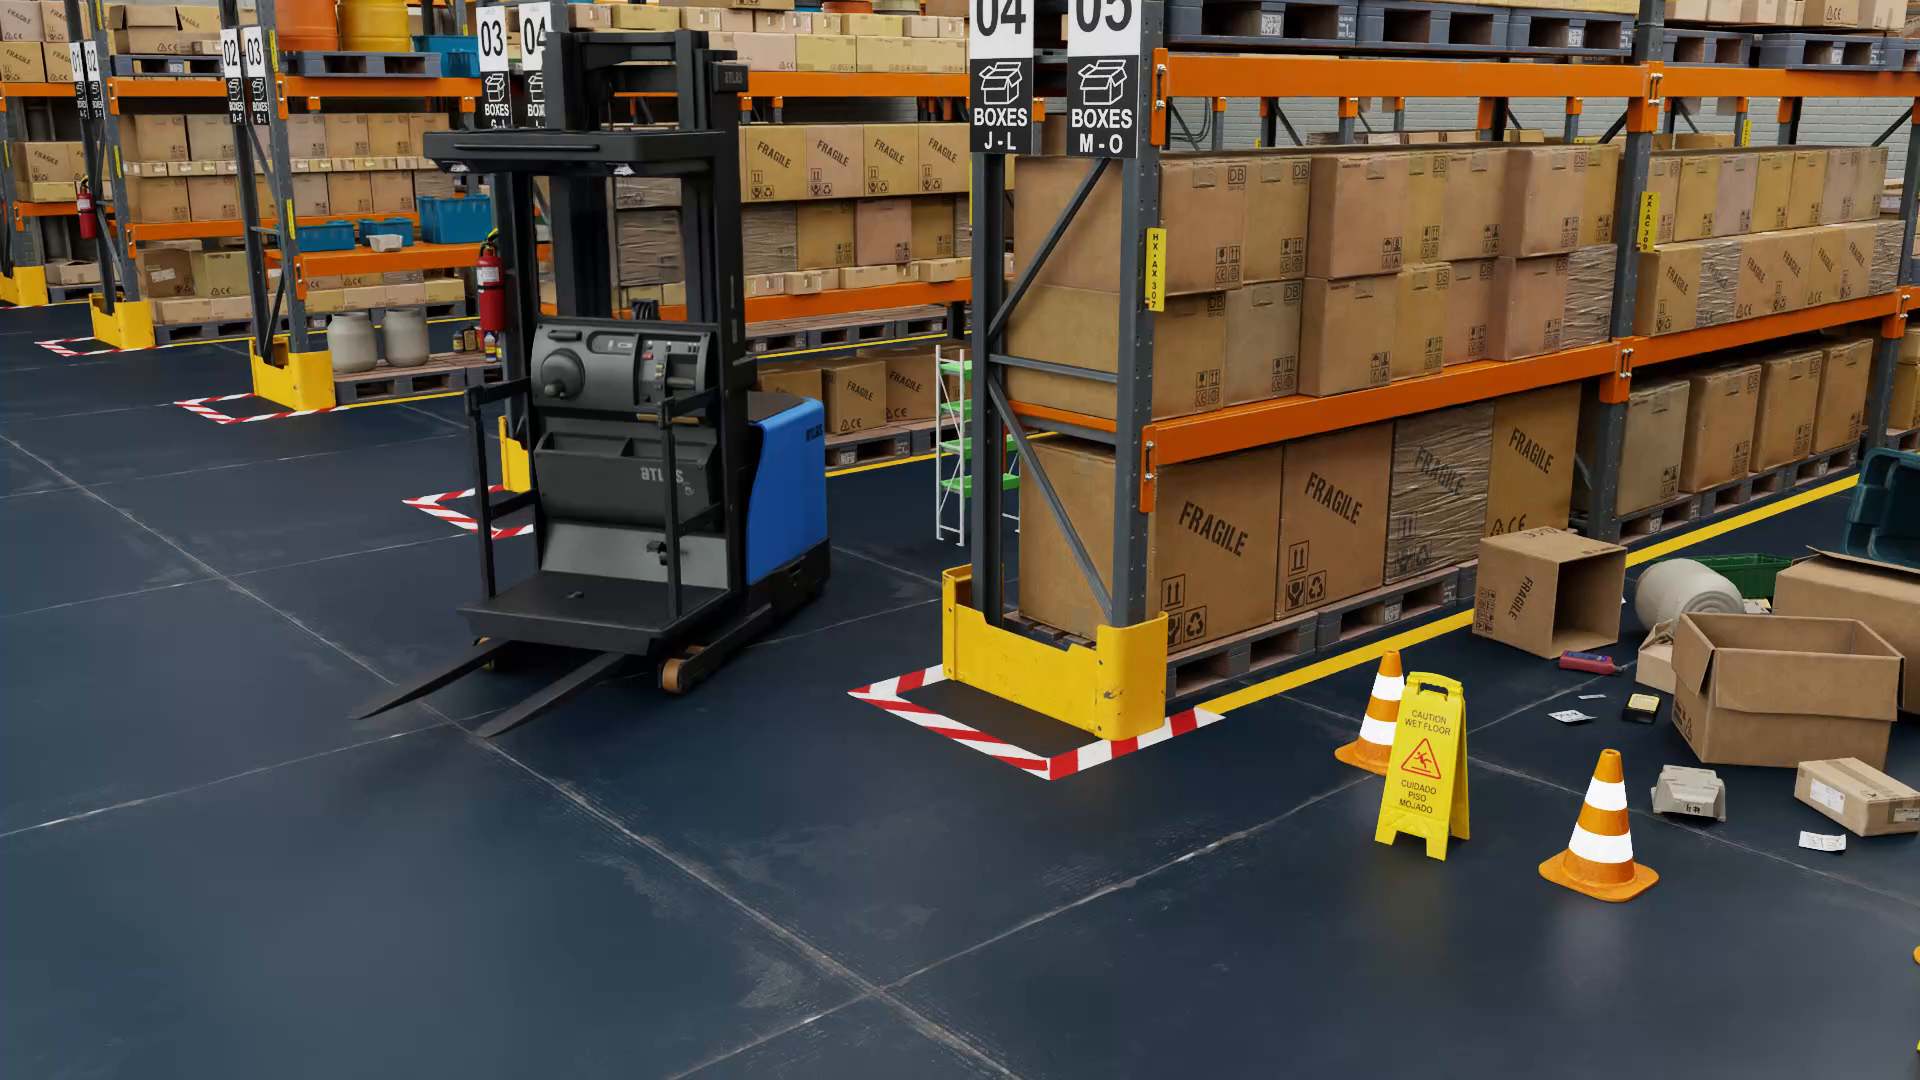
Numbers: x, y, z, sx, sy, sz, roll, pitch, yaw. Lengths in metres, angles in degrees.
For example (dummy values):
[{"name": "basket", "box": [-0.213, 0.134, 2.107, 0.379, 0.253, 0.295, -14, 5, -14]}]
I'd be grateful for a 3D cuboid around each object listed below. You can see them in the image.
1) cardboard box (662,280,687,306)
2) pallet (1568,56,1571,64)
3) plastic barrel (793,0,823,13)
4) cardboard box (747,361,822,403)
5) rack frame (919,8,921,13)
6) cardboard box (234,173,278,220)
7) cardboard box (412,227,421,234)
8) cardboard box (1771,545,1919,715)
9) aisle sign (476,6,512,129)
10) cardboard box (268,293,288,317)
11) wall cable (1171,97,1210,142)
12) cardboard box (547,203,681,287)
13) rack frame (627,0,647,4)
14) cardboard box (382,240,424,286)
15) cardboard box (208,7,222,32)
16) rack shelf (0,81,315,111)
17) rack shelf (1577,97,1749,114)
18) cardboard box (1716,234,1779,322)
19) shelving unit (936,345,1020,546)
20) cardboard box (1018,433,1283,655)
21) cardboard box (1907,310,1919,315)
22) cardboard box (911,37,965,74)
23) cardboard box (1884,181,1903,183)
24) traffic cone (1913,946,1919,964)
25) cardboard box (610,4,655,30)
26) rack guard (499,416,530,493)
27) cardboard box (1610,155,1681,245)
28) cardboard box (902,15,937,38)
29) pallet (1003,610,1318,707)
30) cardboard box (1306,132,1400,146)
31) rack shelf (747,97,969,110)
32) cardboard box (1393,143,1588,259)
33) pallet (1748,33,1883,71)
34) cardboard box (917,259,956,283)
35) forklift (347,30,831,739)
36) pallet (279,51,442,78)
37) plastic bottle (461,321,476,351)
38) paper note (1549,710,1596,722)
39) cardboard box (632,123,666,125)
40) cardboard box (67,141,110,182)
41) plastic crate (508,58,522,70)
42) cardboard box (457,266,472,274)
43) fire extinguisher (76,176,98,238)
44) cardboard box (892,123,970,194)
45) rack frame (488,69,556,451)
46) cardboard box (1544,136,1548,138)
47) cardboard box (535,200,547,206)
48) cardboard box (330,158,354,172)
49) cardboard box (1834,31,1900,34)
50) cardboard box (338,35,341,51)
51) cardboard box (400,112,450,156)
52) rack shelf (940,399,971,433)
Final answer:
[{"name": "cardboard box", "box": [-1.985, -1.677, 11.201, 0.250, 0.149, 0.380, -13, 19, -39]}, {"name": "pallet", "box": [6.920, -5.294, 18.616, 1.213, 0.211, 1.003, -13, 19, -39]}, {"name": "plastic barrel", "box": [-1.762, -5.401, 17.875, 0.708, 0.901, 0.600, -13, 19, -39]}, {"name": "cardboard box", "box": [-1.361, -1.026, 12.309, 0.500, 0.500, 0.500, -10, 18, -34]}, {"name": "rack frame", "box": [-0.441, -10.220, 31.073, 0.127, 3.000, 1.000, -13, 19, -39]}, {"name": "cardboard box", "box": [-8.125, -3.945, 19.013, 0.500, 0.500, 0.700, -12, 19, -39]}, {"name": "cardboard box", "box": [-8.592, -4.519, 25.346, 0.500, 0.500, 0.700, -13, 20, -40]}, {"name": "cardboard box", "box": [4.112, 0.401, 7.510, 0.503, 0.637, 0.797, -13, 19, -39]}, {"name": "aisle sign", "box": [-3.000, -3.022, 10.713, 0.004, 0.787, 0.394, -13, 19, -39]}, {"name": "cardboard box", "box": [-7.954, -2.739, 19.207, 0.500, 0.250, 0.500, -13, 19, -39]}, {"name": "wall cable", "box": [4.060, -9.608, 34.800, 0.112, 2.526, 3.097, -13, 19, -39]}, {"name": "cardboard box", "box": [-2.324, -1.998, 11.147, 0.500, 0.500, 0.875, -13, 19, -39]}, {"name": "rack frame", "box": [-2.990, -6.258, 16.242, 0.127, 3.000, 1.000, -13, 19, -39]}, {"name": "cardboard box", "box": [-6.830, -3.358, 20.071, 0.500, 0.500, 0.500, -13, 19, -39]}, {"name": "cardboard box", "box": [-10.102, -7.046, 22.833, 0.500, 0.500, 0.500, -11, 19, -36]}, {"name": "rack shelf", "box": [-11.002, -6.051, 22.674, 4.000, 0.370, 1.077, -13, 19, -39]}, {"name": "rack shelf", "box": [7.805, -5.191, 19.454, 4.000, 0.370, 1.077, -13, 19, -39]}, {"name": "cardboard box", "box": [4.773, -1.668, 10.488, 0.500, 0.500, 0.500, -13, 20, -40]}, {"name": "shelving unit", "box": [0.125, -0.608, 10.200, 0.503, 1.200, 0.258, -13, 19, -39]}, {"name": "cardboard box", "box": [0.891, -0.039, 7.889, 0.875, 0.875, 0.875, -13, 19, -39]}, {"name": "cardboard box", "box": [7.902, -1.685, 13.323, 0.500, 0.250, 0.500, -12, 19, -39]}, {"name": "cardboard box", "box": [-0.312, -3.558, 12.235, 0.500, 0.250, 0.500, -12, 19, -38]}, {"name": "cardboard box", "box": [7.701, -2.894, 13.793, 0.250, 0.149, 0.380, -12, 19, -38]}, {"name": "traffic cone", "box": [3.226, 1.113, 5.187, 0.334, 0.463, 0.336, -13, 19, -39]}, {"name": "cardboard box", "box": [-2.138, -3.314, 10.550, 0.250, 0.149, 0.380, -12, 19, -38]}, {"name": "rack guard", "box": [-2.699, -0.523, 11.240, 0.348, 0.500, 1.175, -13, 19, -39]}, {"name": "cardboard box", "box": [3.811, -2.030, 9.904, 0.500, 0.500, 0.700, -13, 20, -40]}, {"name": "cardboard box", "box": [-0.380, -3.715, 12.052, 0.250, 0.149, 0.380, -13, 20, -41]}, {"name": "pallet", "box": [0.975, 0.461, 8.114, 1.213, 0.211, 1.003, -13, 19, -39]}, {"name": "cardboard box", "box": [3.841, -3.727, 16.253, 0.637, 0.503, 0.797, -12, 19, -38]}, {"name": "rack shelf", "box": [-1.713, -6.443, 24.140, 4.000, 0.370, 1.077, -13, 19, -39]}, {"name": "cardboard box", "box": [2.801, -1.836, 8.926, 0.550, 0.550, 0.875, -13, 19, -39]}, {"name": "pallet", "box": [5.166, -3.139, 10.743, 1.213, 0.211, 1.003, -12, 19, -37]}, {"name": "cardboard box", "box": [-0.246, -2.045, 12.582, 0.250, 0.149, 0.380, -13, 19, -39]}, {"name": "forklift", "box": [-1.673, -0.827, 7.667, 1.130, 2.935, 3.031, 5, 16, 18]}, {"name": "pallet", "box": [-5.319, -4.161, 14.570, 1.213, 0.211, 1.003, -13, 19, -39]}, {"name": "plastic bottle", "box": [-4.834, -2.002, 16.345, 0.133, 0.283, 0.061, -12, 19, -38]}, {"name": "paper note", "box": [2.689, 0.772, 7.304, 0.142, 0.017, 0.144, -6, 16, -20]}, {"name": "cardboard box", "box": [-5.185, -6.734, 27.384, 0.500, 0.250, 0.500, -12, 19, -39]}, {"name": "cardboard box", "box": [-11.574, -5.015, 22.010, 0.500, 0.500, 0.500, -13, 19, -39]}, {"name": "plastic crate", "box": [-4.359, -4.492, 15.854, 0.450, 0.188, 0.336, -13, 19, -39]}, {"name": "cardboard box", "box": [-6.122, -3.595, 21.323, 0.500, 0.311, 0.500, -13, 19, -39]}, {"name": "fire extinguisher", "box": [-9.651, -3.680, 18.365, 0.183, 0.674, 0.296, -13, 19, -39]}, {"name": "cardboard box", "box": [-0.274, -2.856, 12.422, 0.500, 0.500, 0.500, -13, 19, -39]}, {"name": "rack frame", "box": [-2.756, -1.718, 10.869, 0.127, 3.000, 1.000, -13, 19, -39]}, {"name": "cardboard box", "box": [6.467, -4.314, 18.851, 0.500, 0.500, 0.500, -12, 19, -38]}, {"name": "cardboard box", "box": [-5.436, -4.314, 21.074, 0.250, 0.149, 0.380, -13, 19, -39]}, {"name": "cardboard box", "box": [-7.262, -4.384, 19.399, 0.250, 0.149, 0.380, -12, 19, -38]}, {"name": "cardboard box", "box": [6.151, -3.534, 11.300, 0.250, 0.166, 0.380, -13, 19, -39]}, {"name": "cardboard box", "box": [-7.199, -5.876, 19.711, 0.500, 0.311, 0.500, -14, 20, -42]}, {"name": "cardboard box", "box": [-6.570, -4.924, 20.162, 0.500, 0.500, 0.700, -13, 19, -39]}, {"name": "rack shelf", "box": [0.125, -0.778, 10.155, 0.480, 0.148, 0.258, -13, 19, -39]}]
